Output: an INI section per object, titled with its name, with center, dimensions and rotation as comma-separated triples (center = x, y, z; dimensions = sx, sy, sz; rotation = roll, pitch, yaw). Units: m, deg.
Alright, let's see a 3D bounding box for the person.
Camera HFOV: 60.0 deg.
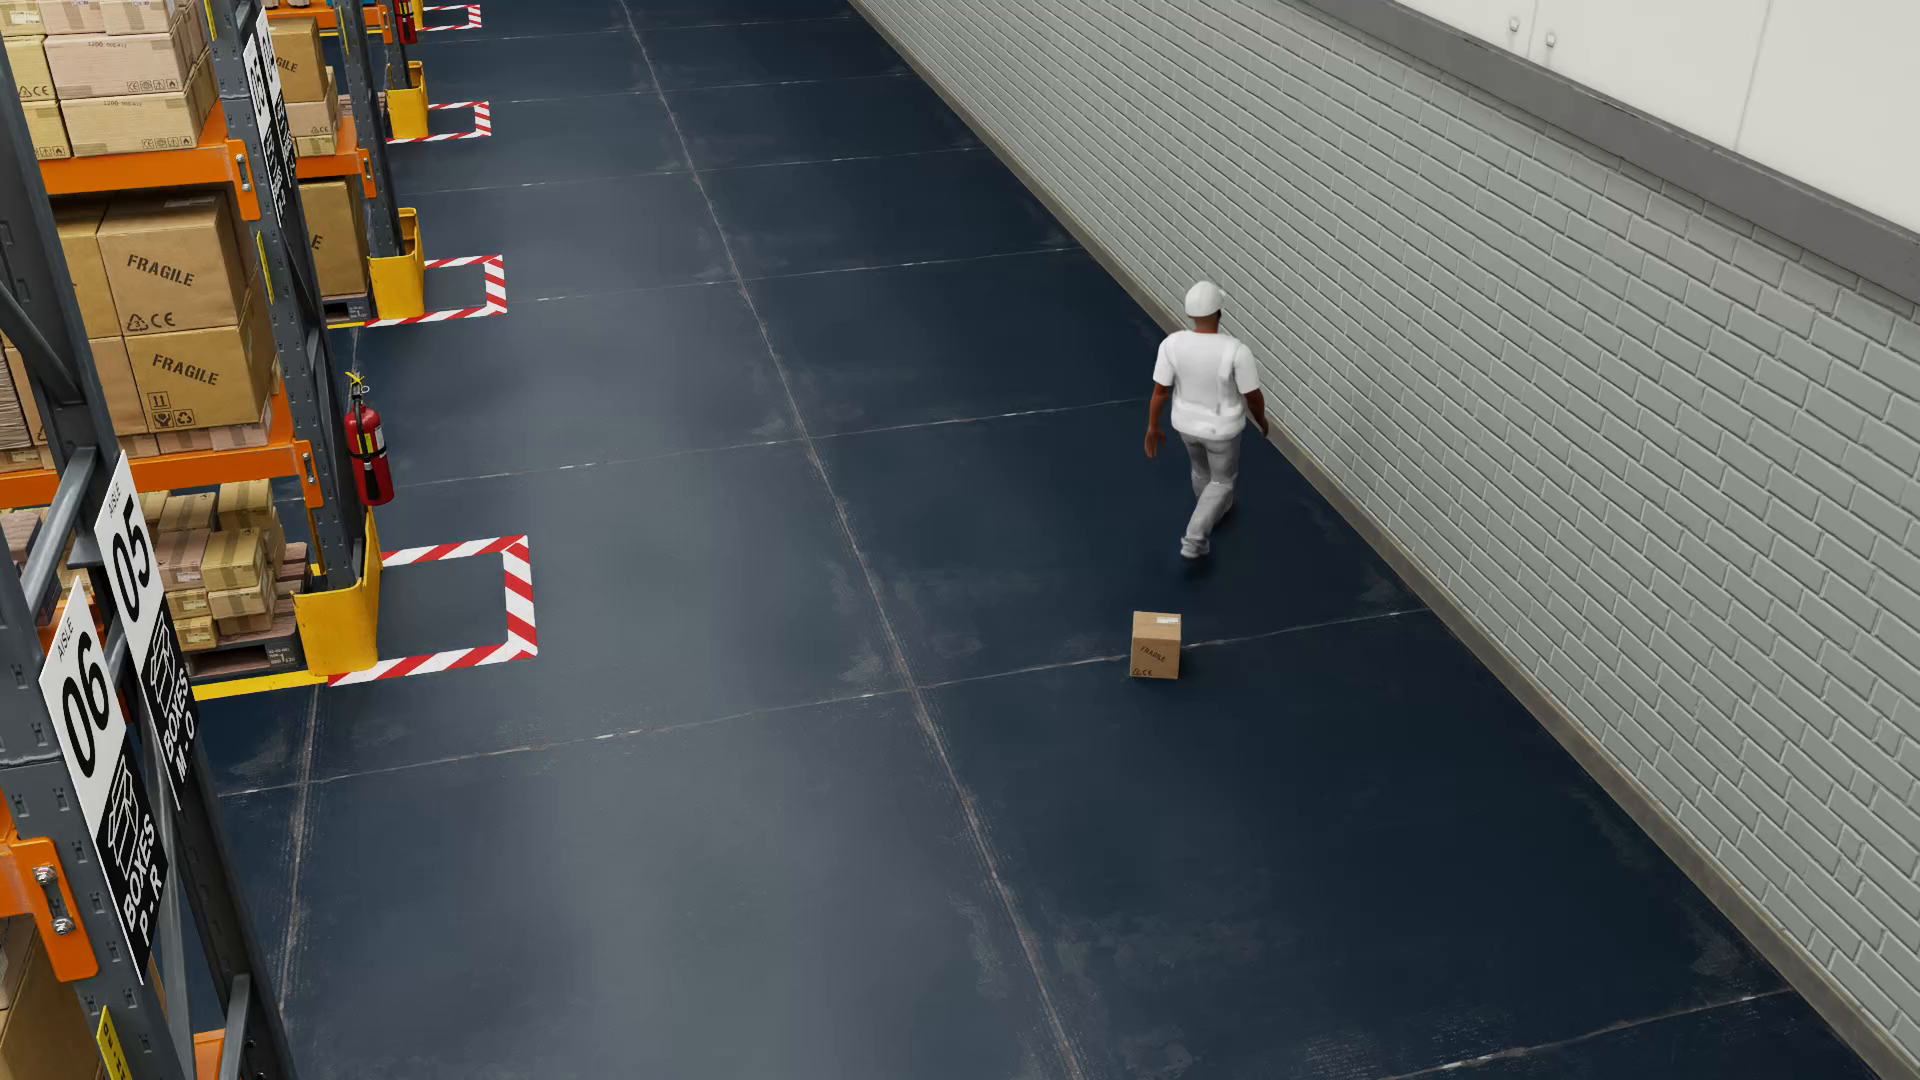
[person]
center = 1.477, -0.726, 9.536
dimensions = 0.622, 1.696, 0.933
rotation = 17, 34, 27
